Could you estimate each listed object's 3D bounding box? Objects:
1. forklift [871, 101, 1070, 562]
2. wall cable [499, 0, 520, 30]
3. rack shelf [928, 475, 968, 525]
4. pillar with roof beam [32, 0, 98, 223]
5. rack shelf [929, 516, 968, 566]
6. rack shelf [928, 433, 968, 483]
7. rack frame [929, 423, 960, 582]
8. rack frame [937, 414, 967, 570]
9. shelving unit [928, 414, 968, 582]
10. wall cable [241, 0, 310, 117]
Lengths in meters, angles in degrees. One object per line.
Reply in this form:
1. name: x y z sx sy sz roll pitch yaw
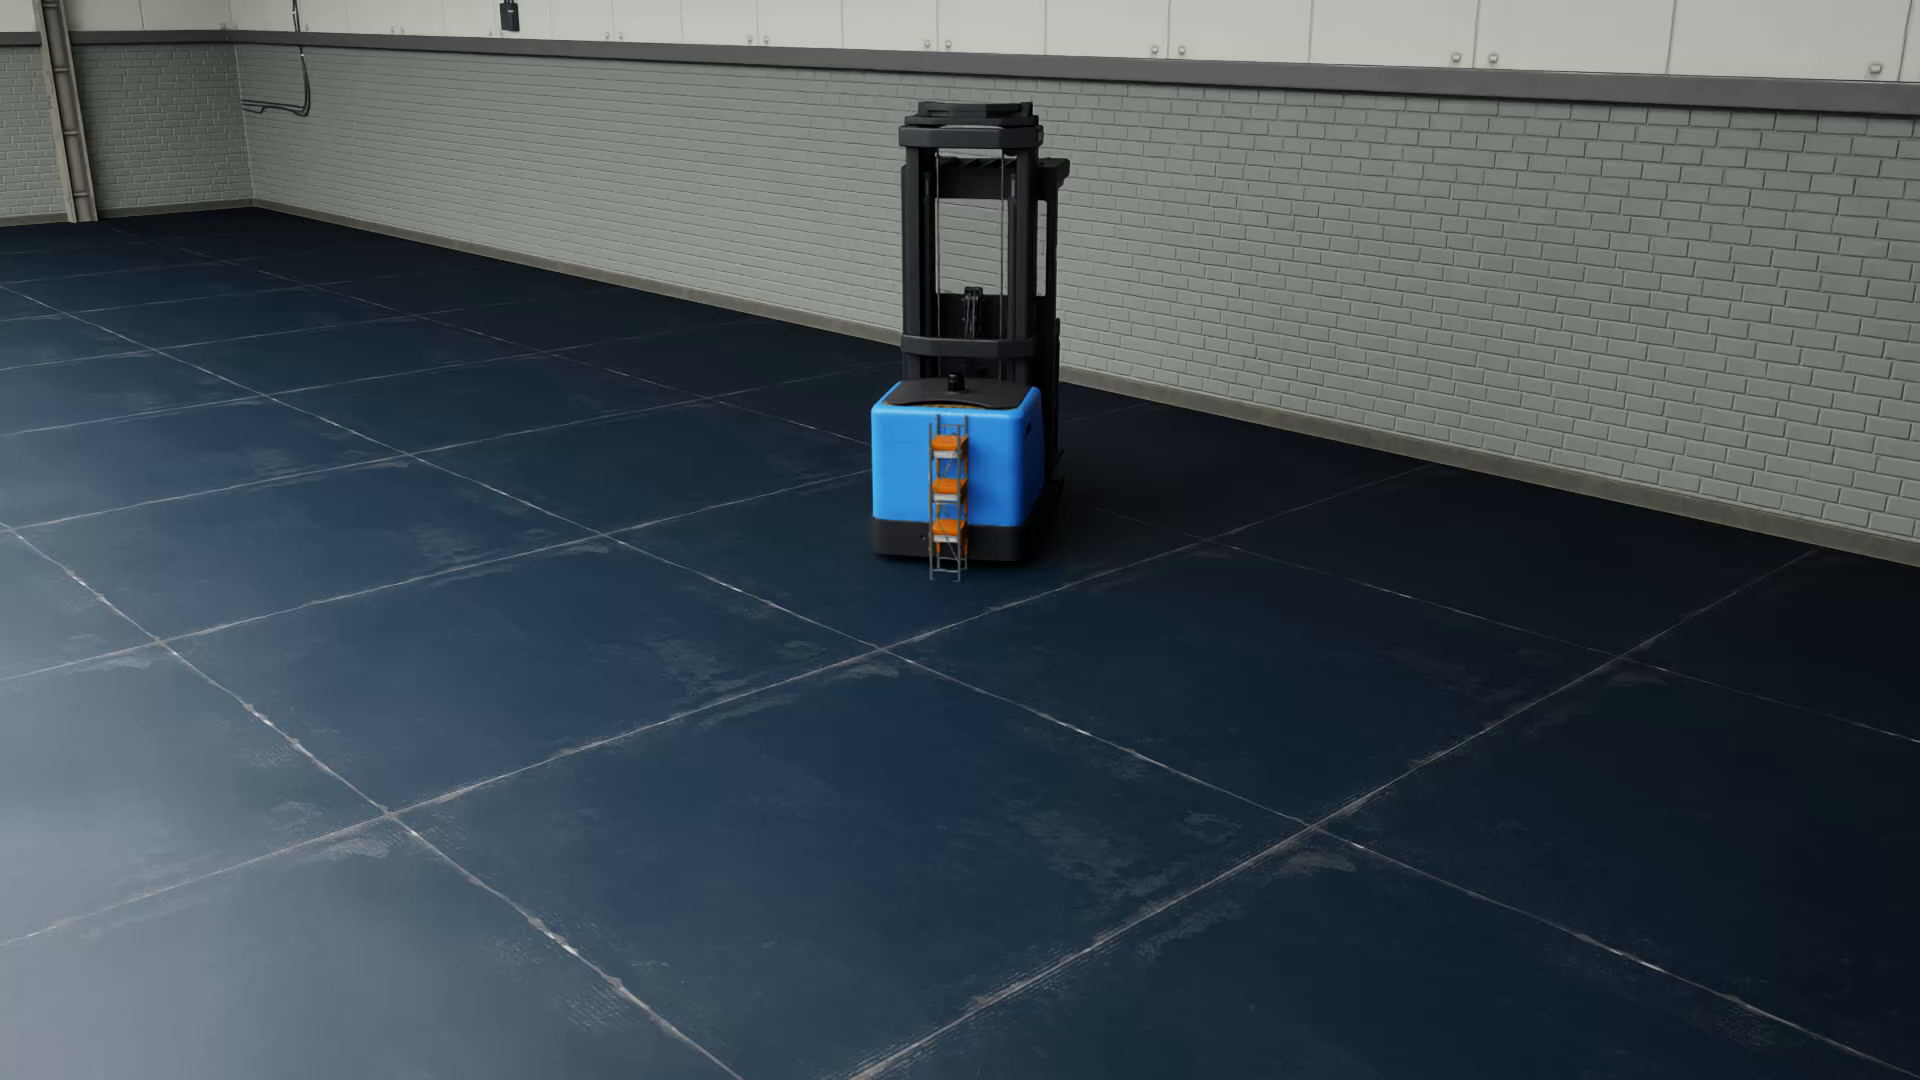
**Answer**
1. forklift: 0.180 -1.665 11.990 1.130 2.935 3.031 3 18 10
2. wall cable: -5.426 -9.547 20.946 0.169 6.003 2.305 -16 24 -41
3. rack shelf: -0.074 -0.259 10.737 0.215 0.259 0.240 3 18 10
4. pillar with roof beam: -12.029 -8.767 24.056 0.400 9.000 9.100 -16 24 -41
5. rack shelf: -0.074 0.005 10.823 0.215 0.259 0.240 3 18 10
6. rack shelf: -0.074 -0.529 10.650 0.215 0.259 0.240 3 18 10
7. rack frame: -0.097 -0.232 10.620 0.200 1.050 0.008 3 18 10
8. rack frame: -0.052 -0.306 10.848 0.200 1.050 0.008 3 18 10
9. shelving unit: -0.074 -0.269 10.734 0.215 1.050 0.252 3 18 10
10. wall cable: -11.937 -8.583 28.522 0.112 2.526 3.097 -16 24 -41
